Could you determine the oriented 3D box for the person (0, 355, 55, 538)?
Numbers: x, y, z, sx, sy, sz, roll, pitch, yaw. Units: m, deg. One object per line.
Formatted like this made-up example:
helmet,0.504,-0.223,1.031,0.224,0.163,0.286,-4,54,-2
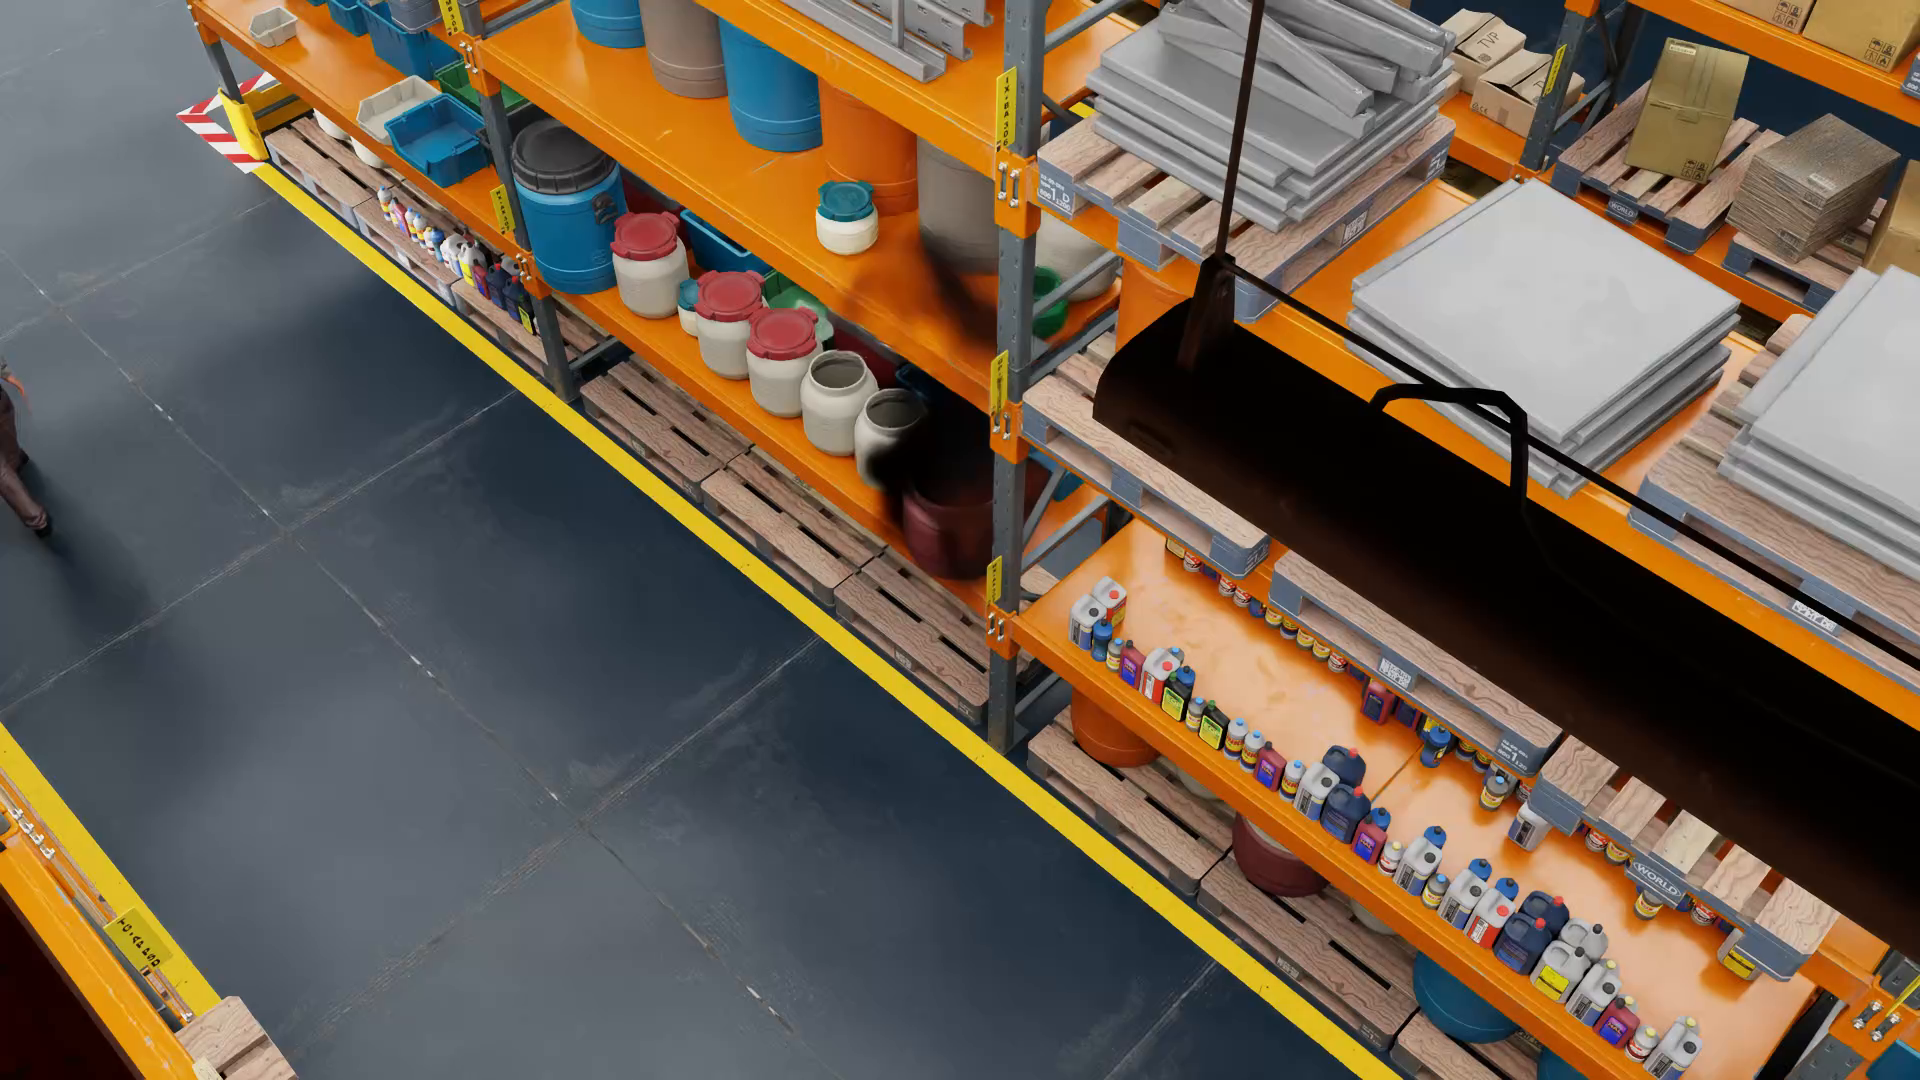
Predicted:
person,-5.959,-0.772,10.001,0.673,1.552,1.064,-25,54,-19
